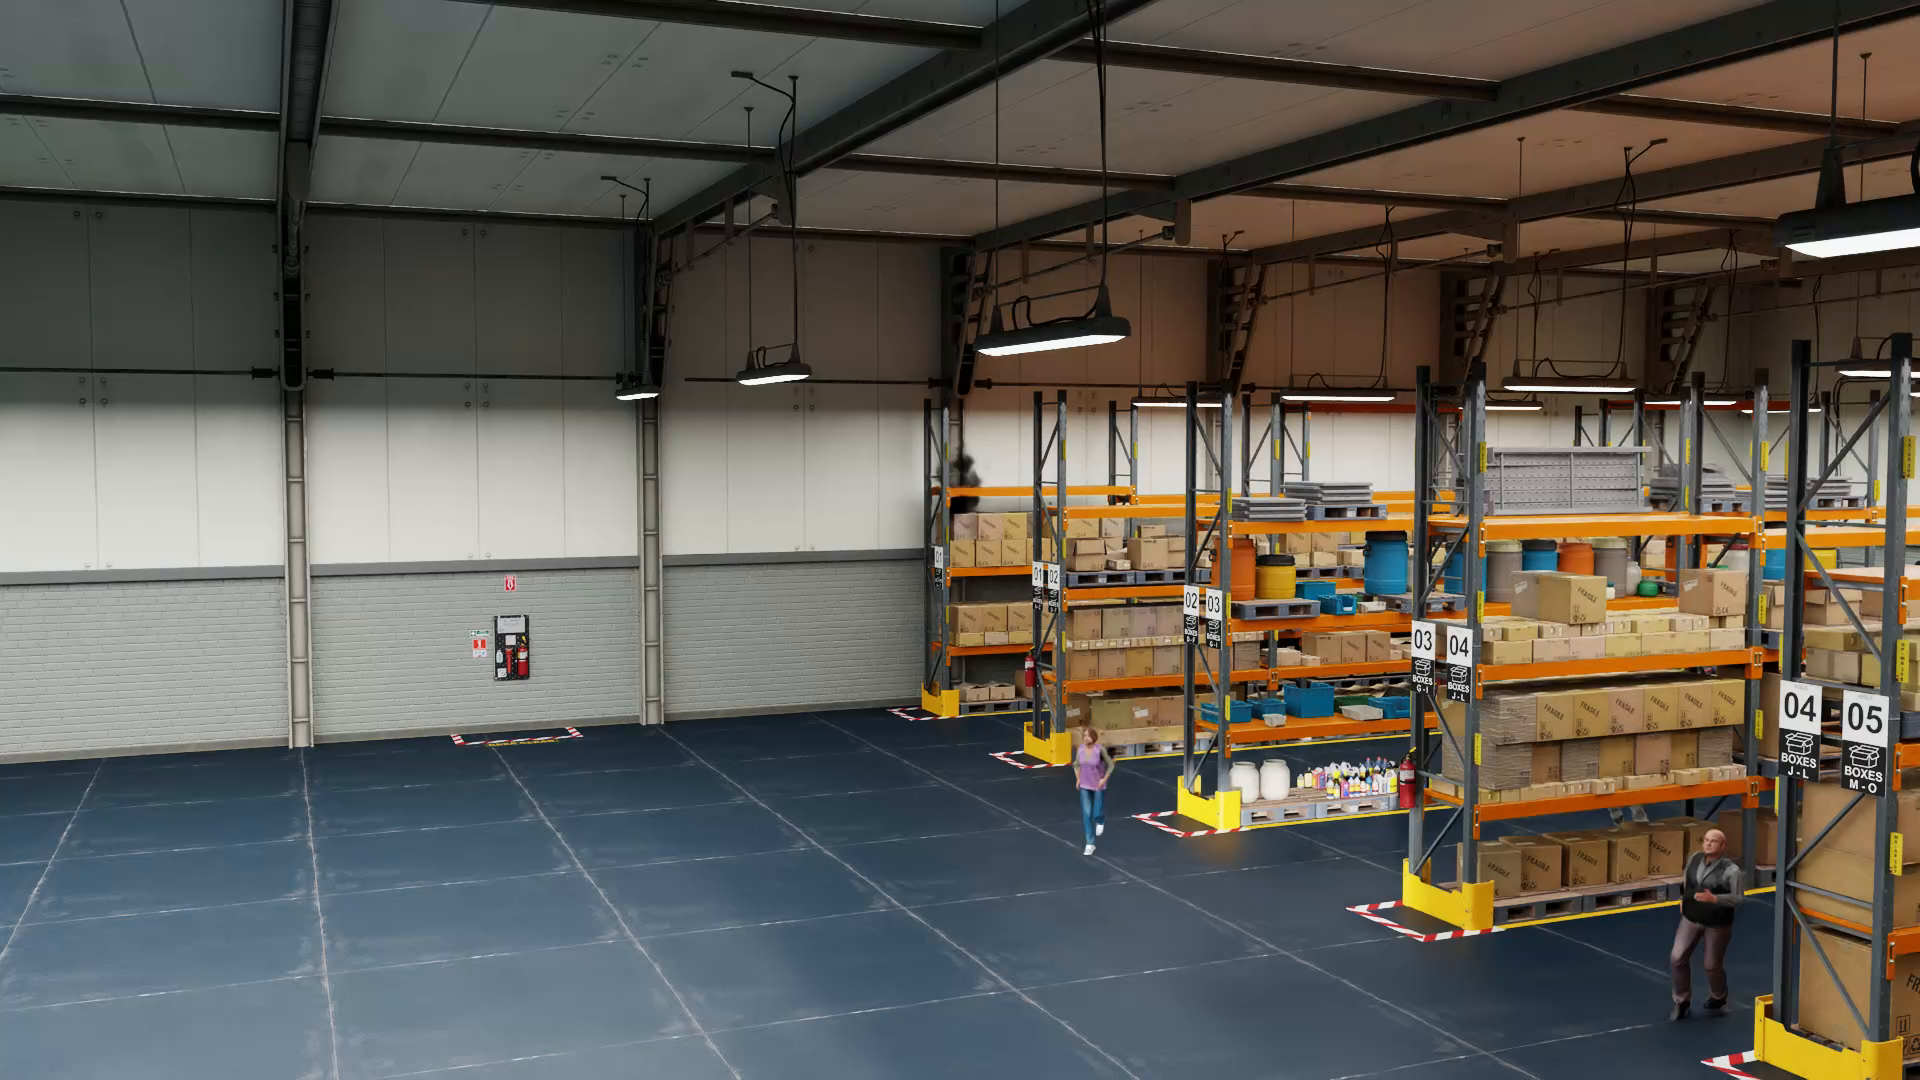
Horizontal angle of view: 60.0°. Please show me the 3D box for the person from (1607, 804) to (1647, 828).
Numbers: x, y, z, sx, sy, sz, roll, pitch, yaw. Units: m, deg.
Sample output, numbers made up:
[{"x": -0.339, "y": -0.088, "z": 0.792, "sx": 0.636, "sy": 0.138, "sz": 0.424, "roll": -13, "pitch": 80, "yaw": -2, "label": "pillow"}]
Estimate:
[{"x": 8.521, "y": 3.018, "z": 21.236, "sx": 0.697, "sy": 1.785, "sz": 0.640, "roll": -2, "pitch": 4, "yaw": -33, "label": "person"}]

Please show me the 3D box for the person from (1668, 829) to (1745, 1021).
[{"x": 6.683, "y": 3.454, "z": 14.850, "sx": 0.744, "sy": 1.772, "sz": 0.657, "roll": -3, "pitch": 4, "yaw": -39, "label": "person"}]

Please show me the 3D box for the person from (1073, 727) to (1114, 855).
[{"x": 1.700, "y": 3.141, "z": 21.066, "sx": 0.536, "sy": 1.591, "sz": 0.684, "roll": 1, "pitch": 4, "yaw": 20, "label": "person"}]
